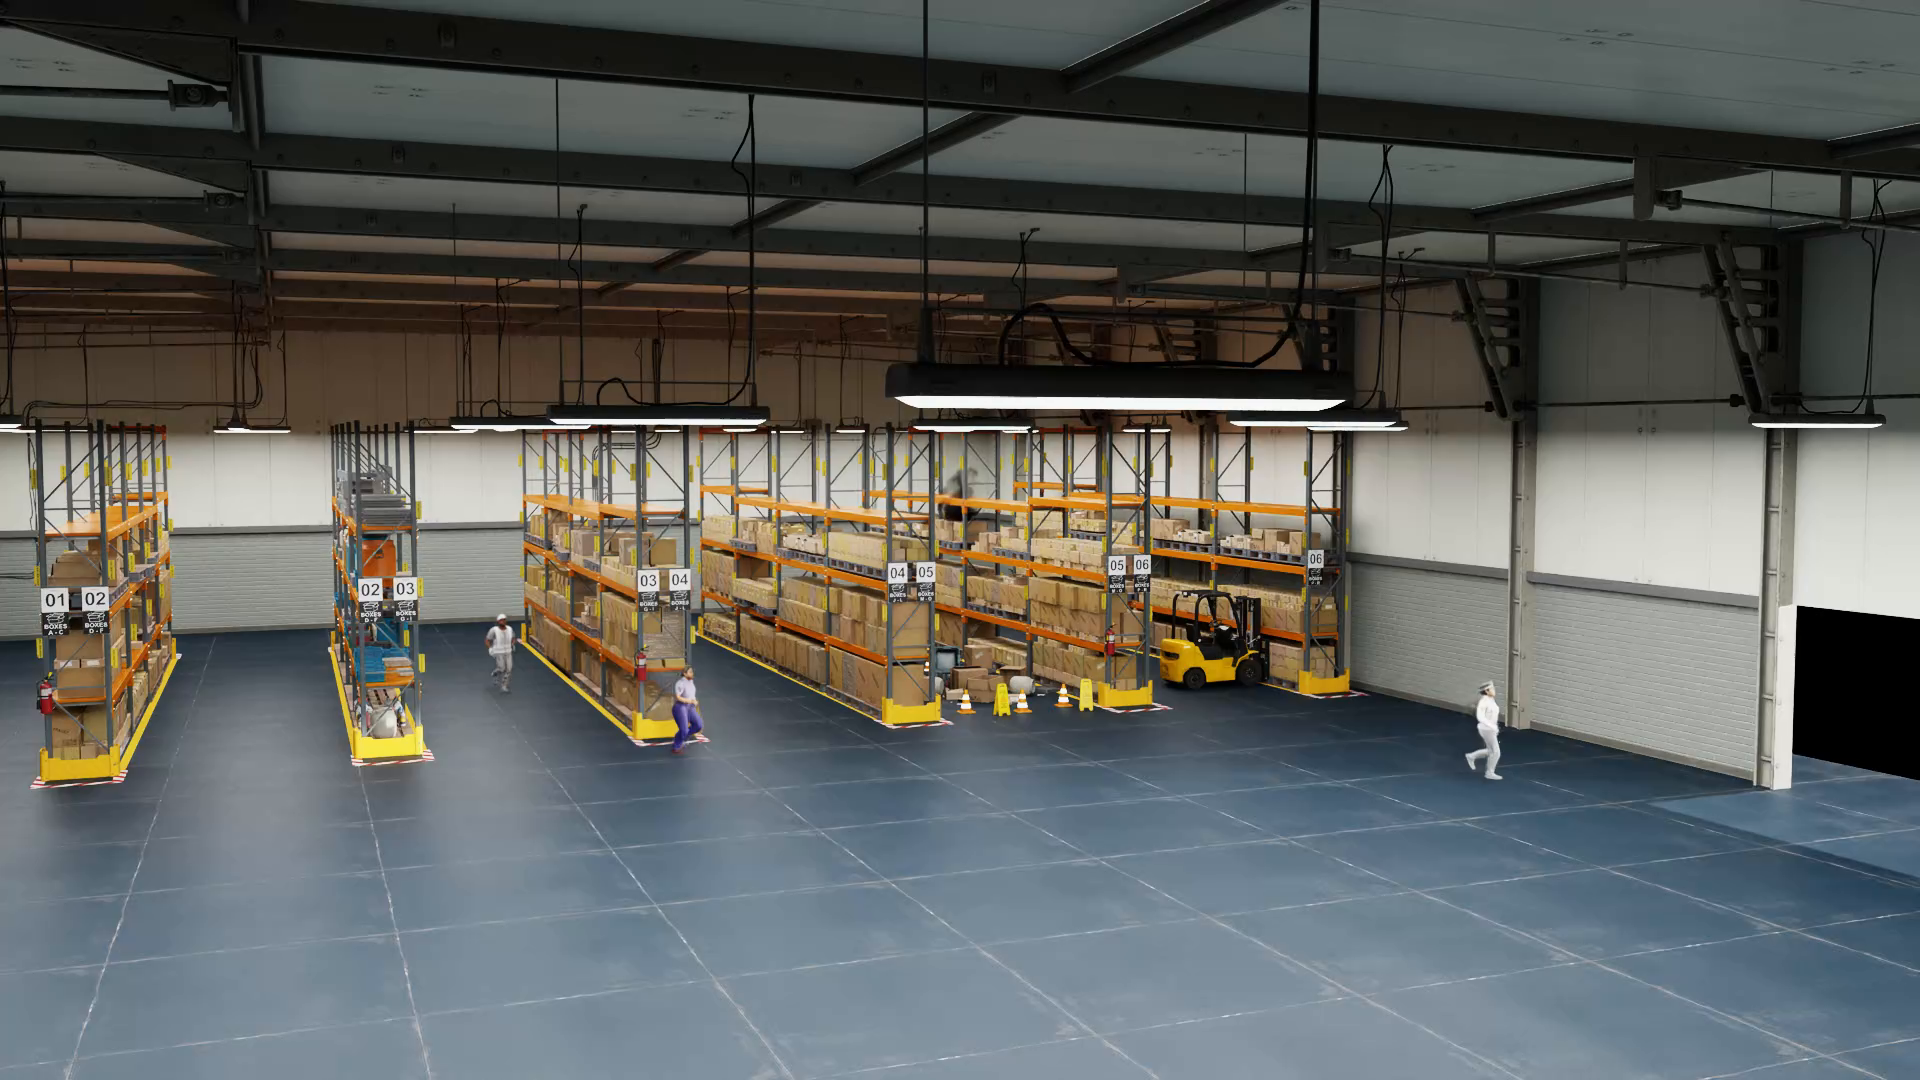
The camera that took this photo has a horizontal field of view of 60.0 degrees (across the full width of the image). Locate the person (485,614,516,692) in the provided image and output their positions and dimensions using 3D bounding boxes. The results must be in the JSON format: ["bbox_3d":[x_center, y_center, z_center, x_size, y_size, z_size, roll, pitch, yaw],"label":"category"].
[{"bbox_3d":[-10.252,2.529,37.271,0.686,1.733,0.599,-3,5,-38],"label":"person"}]

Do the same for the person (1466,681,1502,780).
[{"bbox_3d":[8.756,3.158,27.747,0.600,1.653,0.642,2,4,29],"label":"person"}]

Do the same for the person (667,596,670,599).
[{"bbox_3d":[-7.781,2.097,45.538,0.584,1.607,0.867,-1,4,-16],"label":"person"}]

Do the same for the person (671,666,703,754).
[{"bbox_3d":[-4.917,3.068,30.020,0.595,1.597,0.625,2,4,23],"label":"person"}]
